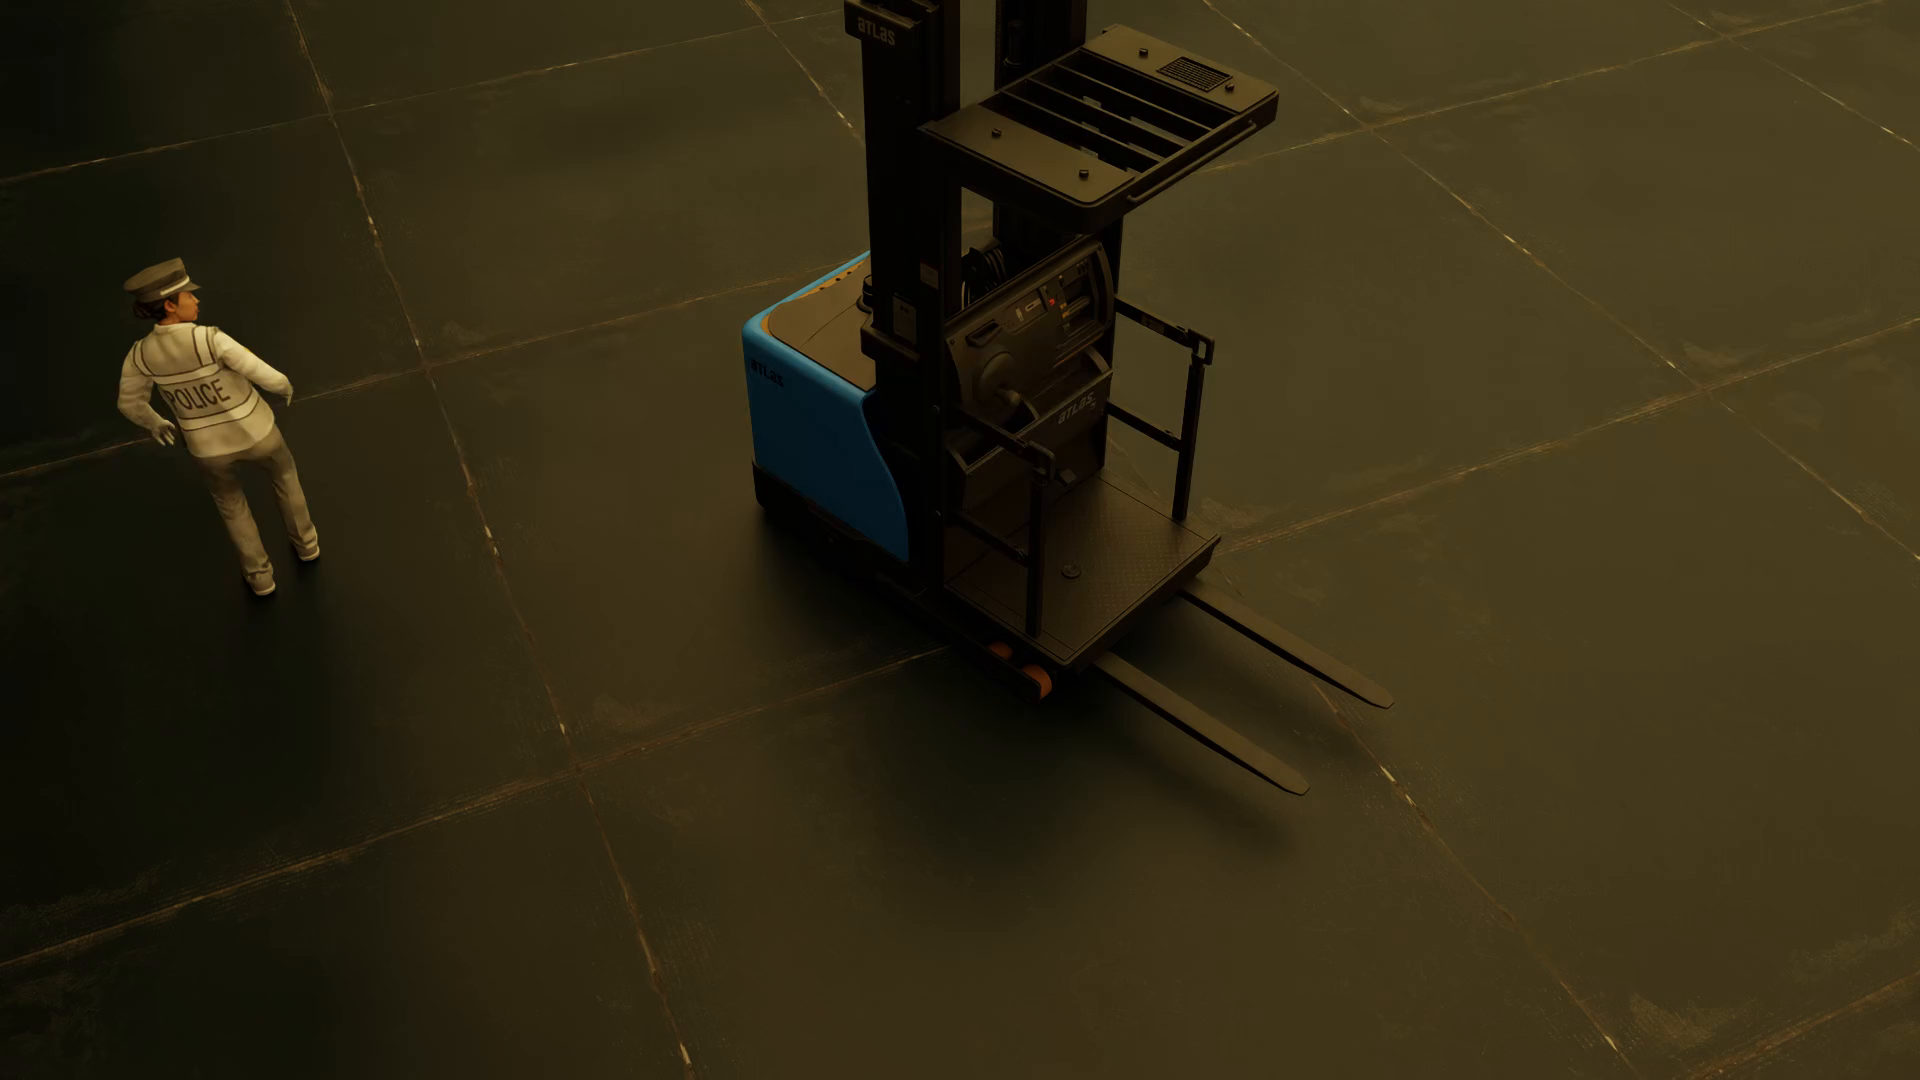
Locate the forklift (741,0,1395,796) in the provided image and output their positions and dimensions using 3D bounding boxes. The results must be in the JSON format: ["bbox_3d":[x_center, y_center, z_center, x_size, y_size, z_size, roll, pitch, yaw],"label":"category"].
[{"bbox_3d":[0.445,-0.788,6.525,3.031,2.935,1.130,32,52,30],"label":"forklift"}]

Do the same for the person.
[{"bbox_3d":[-3.176,-0.477,7.151,0.697,1.639,0.476,-11,44,-12],"label":"person"}]
